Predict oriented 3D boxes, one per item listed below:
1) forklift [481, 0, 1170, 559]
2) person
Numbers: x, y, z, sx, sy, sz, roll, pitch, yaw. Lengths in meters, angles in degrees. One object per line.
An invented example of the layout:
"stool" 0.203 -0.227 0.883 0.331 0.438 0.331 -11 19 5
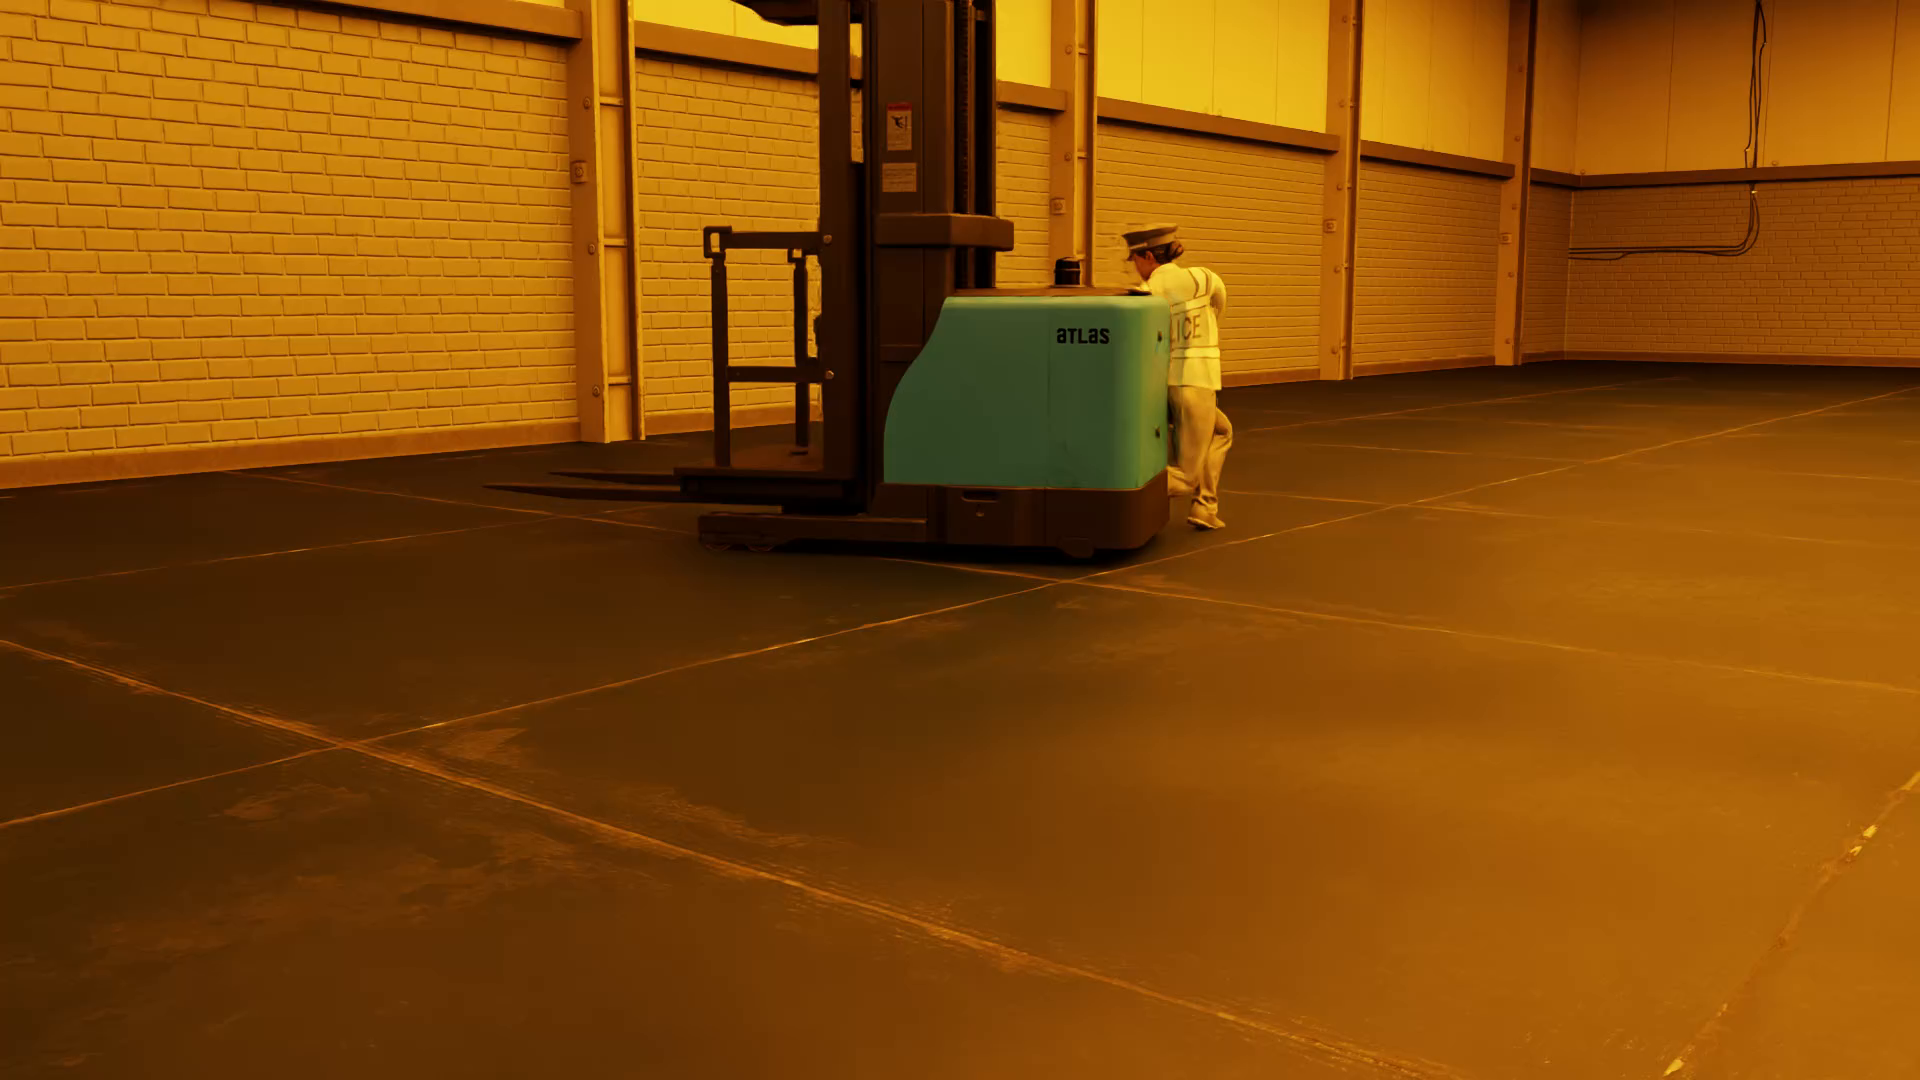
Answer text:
"forklift" -0.625 -1.466 7.300 3.031 2.935 1.130 2 9 14
"person" 0.883 -0.713 7.582 0.611 1.424 0.891 8 11 42
